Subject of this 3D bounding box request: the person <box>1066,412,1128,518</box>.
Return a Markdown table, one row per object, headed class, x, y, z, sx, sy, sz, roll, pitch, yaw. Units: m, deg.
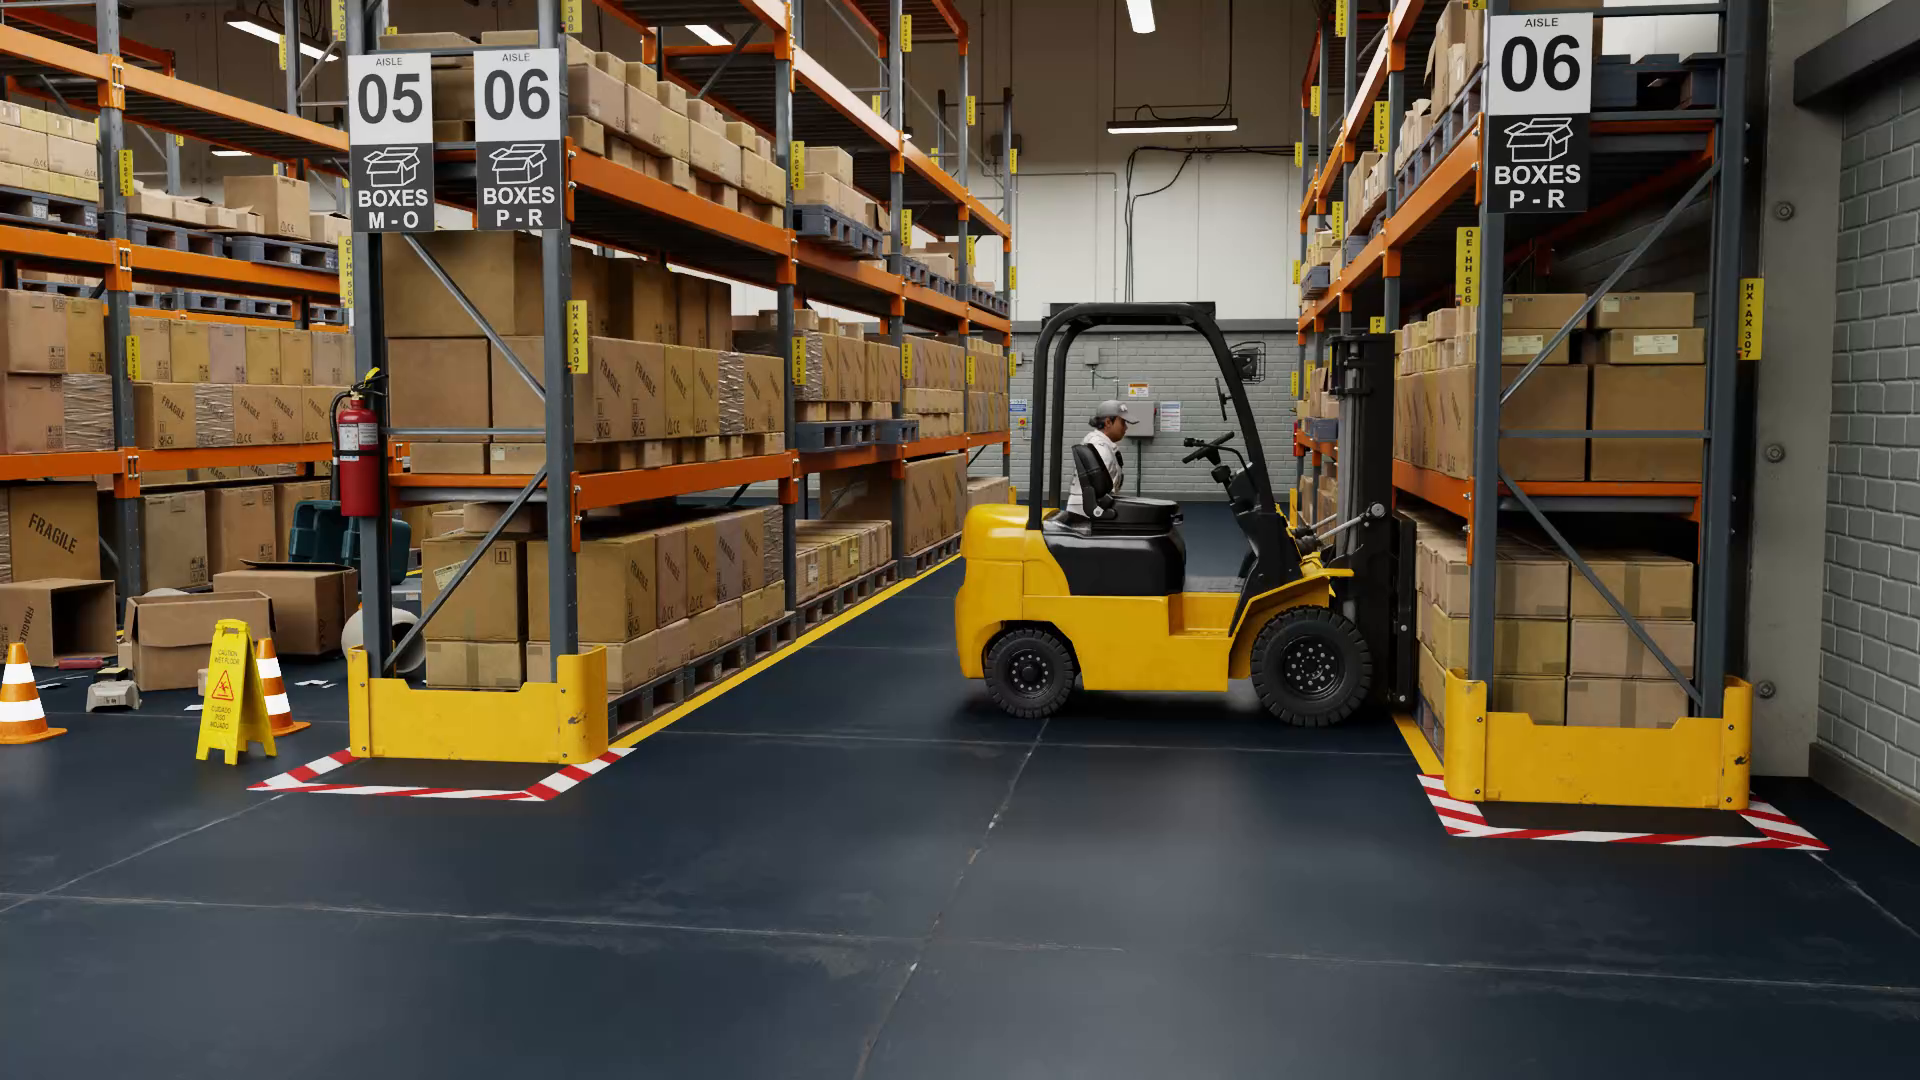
| class | x | y | z | sx | sy | sz | roll | pitch | yaw |
| --- | --- | --- | --- | --- | --- | --- | --- | --- | --- |
| person | 0.879 | -0.052 | 10.683 | 0.399 | 1.637 | 0.540 | 1 | 5 | 9 |
